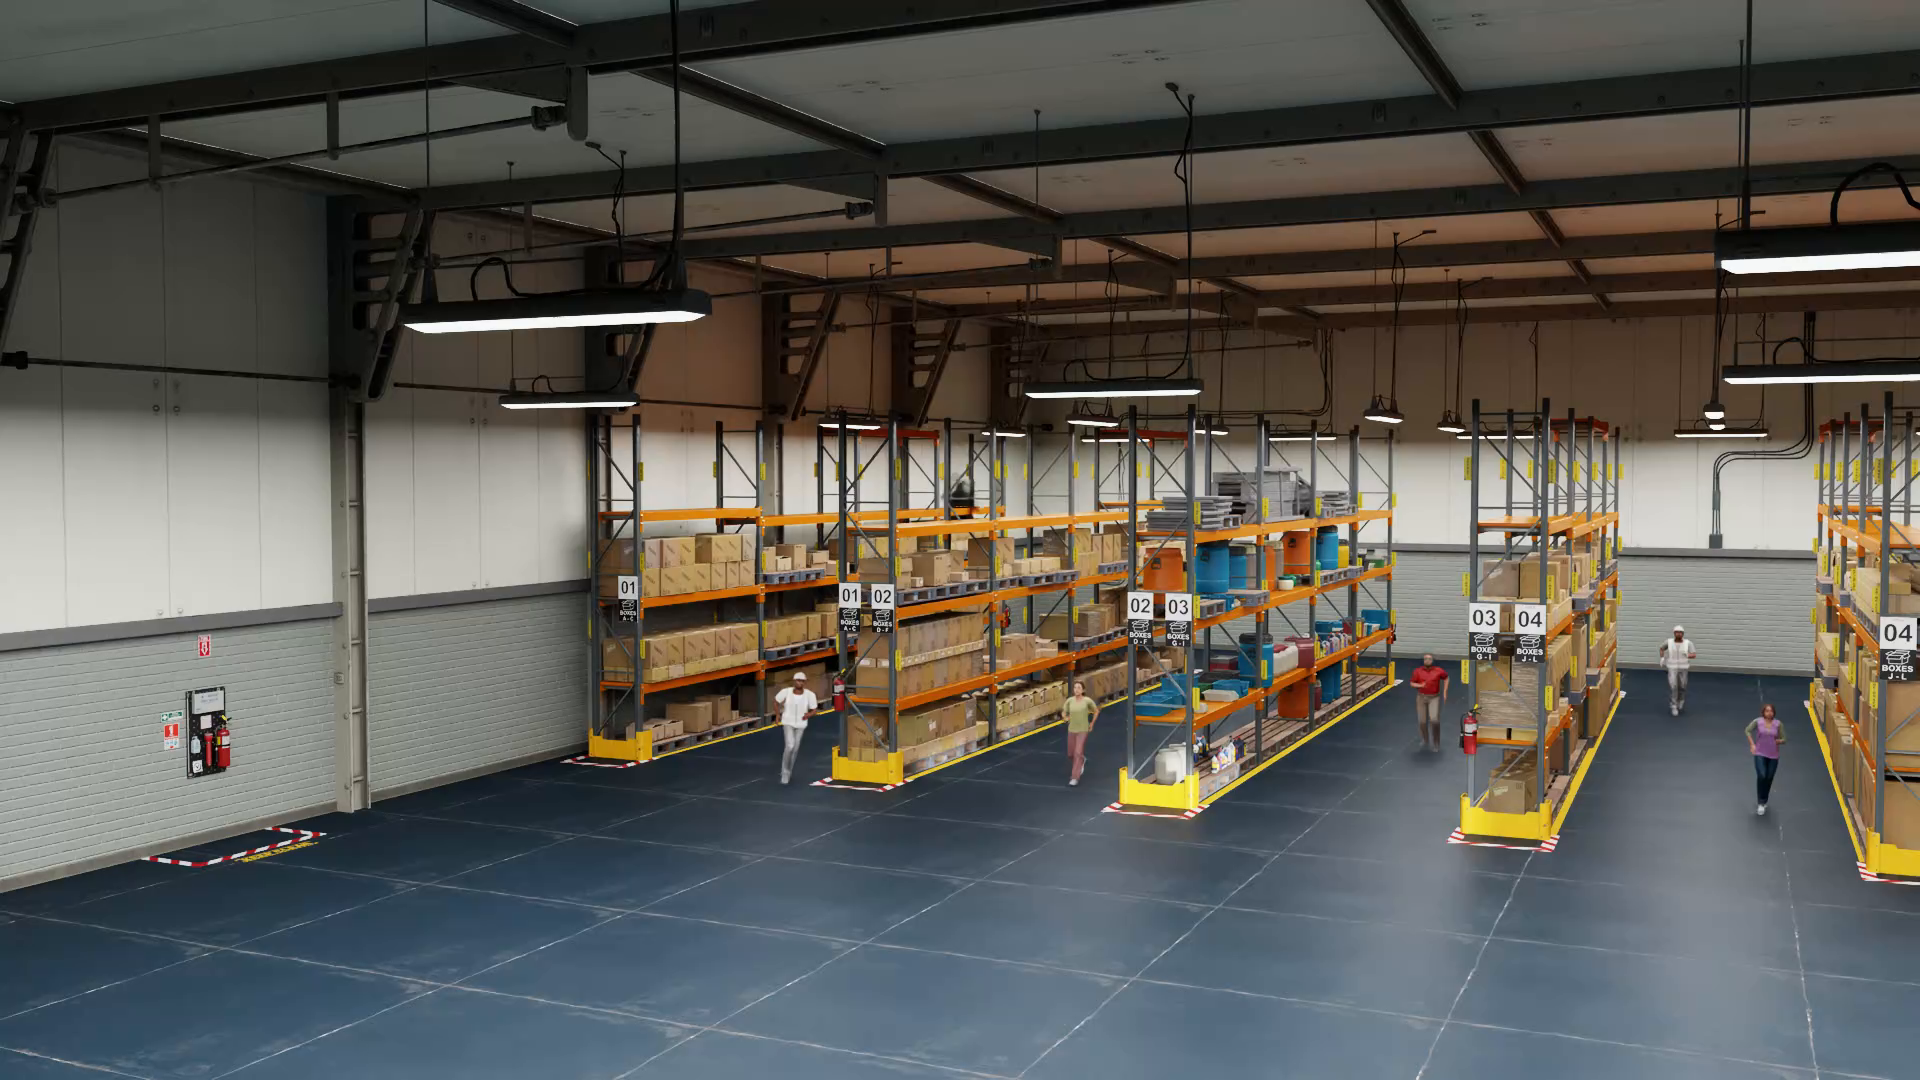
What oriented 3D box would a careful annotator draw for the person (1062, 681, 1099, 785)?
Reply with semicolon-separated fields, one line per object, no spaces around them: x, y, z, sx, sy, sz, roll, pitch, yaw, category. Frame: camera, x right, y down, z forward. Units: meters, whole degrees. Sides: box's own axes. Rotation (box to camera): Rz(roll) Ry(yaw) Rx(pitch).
1.920;3.075;26.709;0.584;1.641;0.772;1;3;21;person

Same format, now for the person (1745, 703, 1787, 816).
11.806;3.203;24.345;0.519;1.644;0.722;1;2;15;person

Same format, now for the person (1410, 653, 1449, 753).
8.409;2.931;29.834;0.650;1.792;0.752;1;3;22;person

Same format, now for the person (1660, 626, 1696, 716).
14.837;2.671;34.361;0.675;1.799;0.945;1;2;18;person

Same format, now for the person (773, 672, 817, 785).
-2.640;3.030;26.882;0.669;1.798;0.705;-1;2;-17;person
